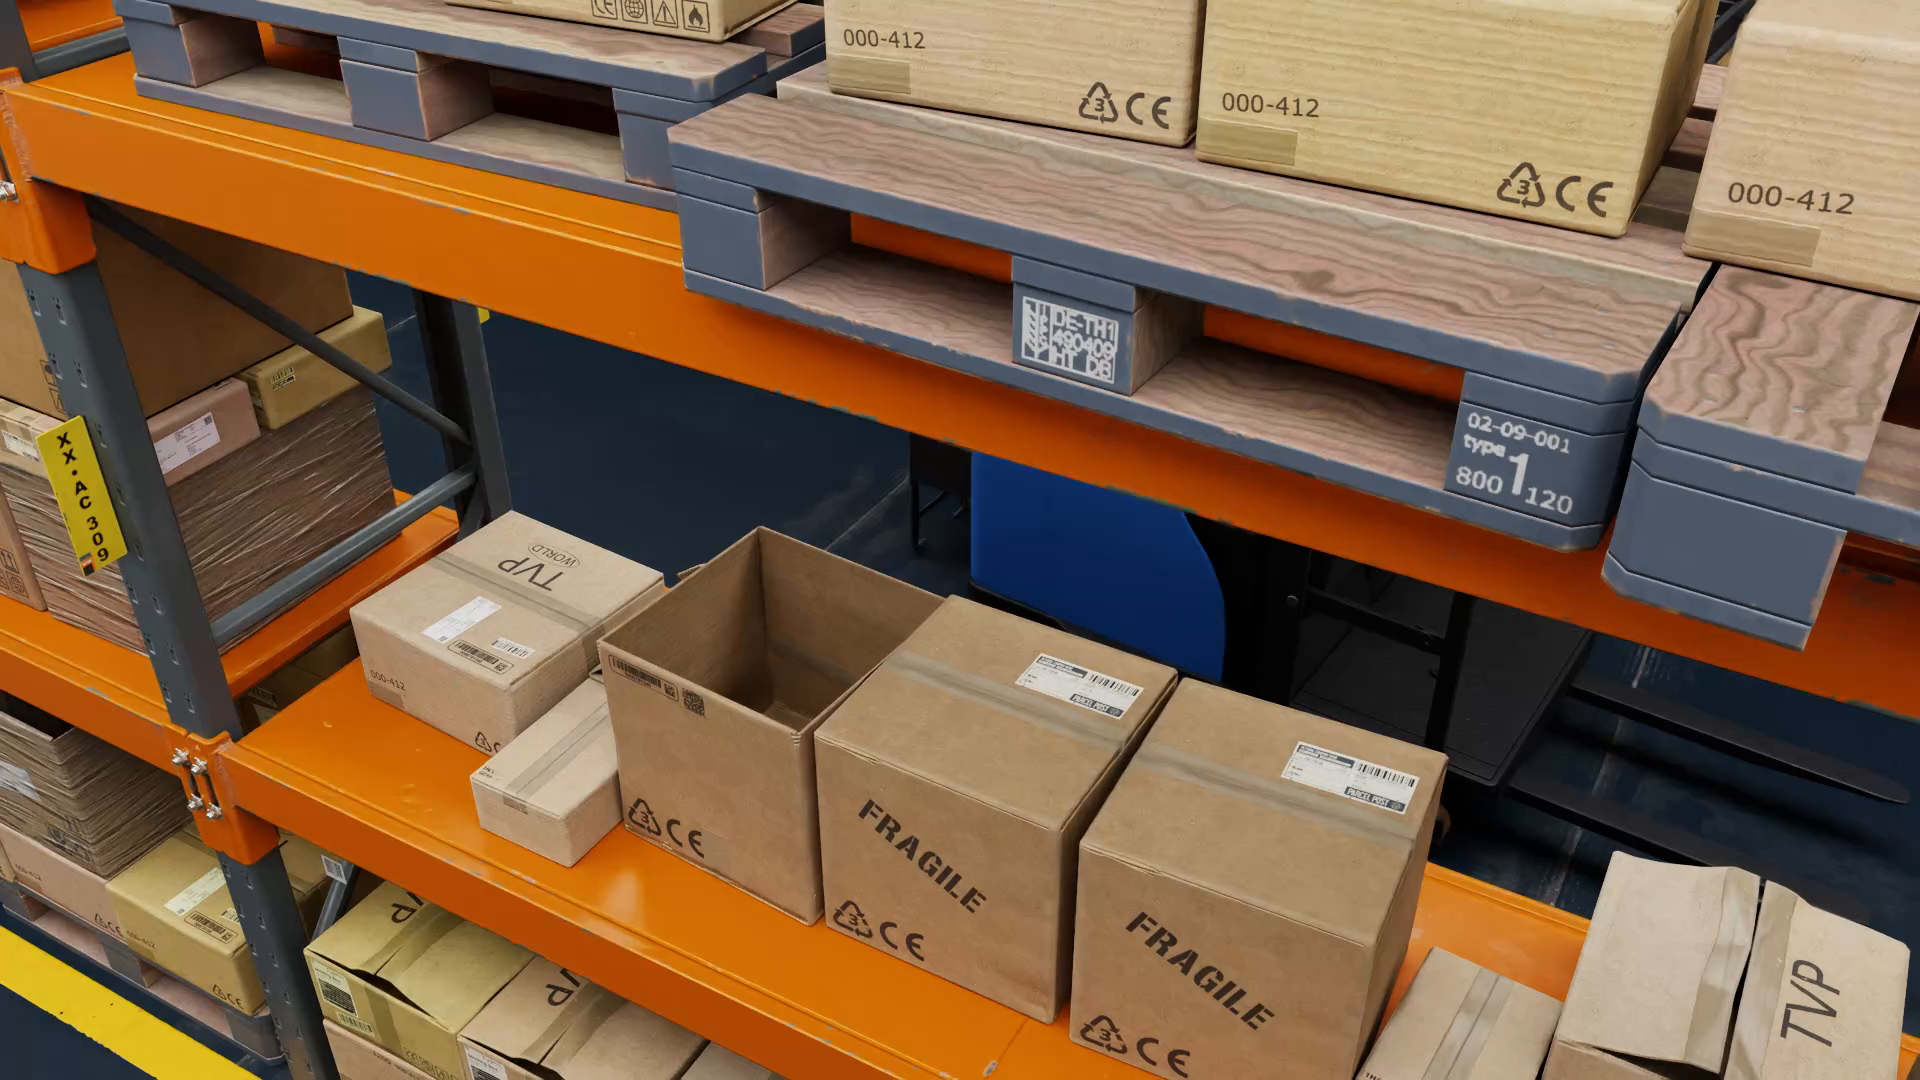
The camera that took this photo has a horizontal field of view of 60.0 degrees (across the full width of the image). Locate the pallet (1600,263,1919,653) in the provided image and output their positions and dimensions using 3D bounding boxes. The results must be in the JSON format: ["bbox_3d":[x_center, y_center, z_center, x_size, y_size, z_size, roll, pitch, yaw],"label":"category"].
[{"bbox_3d":[1.363,-0.173,1.767,1.003,0.211,1.213,19,38,27],"label":"pallet"}]

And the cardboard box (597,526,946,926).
[{"bbox_3d":[-0.361,0.363,3.408,0.500,0.500,0.500,20,39,28],"label":"cardboard box"}]

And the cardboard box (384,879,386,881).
[{"bbox_3d":[-1.729,0.737,5.039,0.500,0.250,0.500,18,37,24],"label":"cardboard box"}]

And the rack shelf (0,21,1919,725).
[{"bbox_3d":[0.260,-0.358,2.525,4.000,0.370,1.077,18,37,24],"label":"rack shelf"}]

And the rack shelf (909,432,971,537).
[{"bbox_3d":[0.121,-0.253,6.523,0.480,0.518,0.431,20,39,27],"label":"rack shelf"}]

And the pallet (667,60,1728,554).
[{"bbox_3d":[0.390,-0.479,2.227,1.213,0.211,1.003,19,38,27],"label":"pallet"}]

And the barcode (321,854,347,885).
[{"bbox_3d":[-1.462,0.769,3.881,0.075,0.075,0.001,18,37,24],"label":"barcode"}]

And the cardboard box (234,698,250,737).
[{"bbox_3d":[-2.162,0.286,5.039,0.500,0.500,0.500,18,37,24],"label":"cardboard box"}]

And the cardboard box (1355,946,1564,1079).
[{"bbox_3d":[0.861,0.922,2.886,0.250,0.149,0.380,21,39,28],"label":"cardboard box"}]

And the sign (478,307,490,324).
[{"bbox_3d":[-1.216,-0.672,4.080,0.005,0.325,0.100,18,37,24],"label":"sign"}]

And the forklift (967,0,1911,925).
[{"bbox_3d":[1.523,-0.577,4.972,3.031,2.935,1.130,21,39,29],"label":"forklift"}]

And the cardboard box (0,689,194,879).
[{"bbox_3d":[-2.416,0.533,4.669,0.500,0.500,0.500,18,37,24],"label":"cardboard box"}]

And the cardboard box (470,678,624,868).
[{"bbox_3d":[-0.809,0.487,3.539,0.250,0.149,0.380,18,37,24],"label":"cardboard box"}]

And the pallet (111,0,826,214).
[{"bbox_3d":[-0.704,-0.892,2.849,1.217,0.209,0.805,16,37,23],"label":"pallet"}]

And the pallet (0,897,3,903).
[{"bbox_3d":[-3.210,0.627,5.617,1.213,0.211,1.003,18,37,24],"label":"pallet"}]

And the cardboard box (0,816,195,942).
[{"bbox_3d":[-2.417,0.846,4.876,0.500,0.250,0.500,18,37,24],"label":"cardboard box"}]

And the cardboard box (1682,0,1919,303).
[{"bbox_3d":[1.110,-0.453,1.775,0.500,0.250,0.500,19,38,26],"label":"cardboard box"}]

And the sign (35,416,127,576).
[{"bbox_3d":[-1.751,-0.085,3.319,0.005,0.325,0.100,18,37,24],"label":"sign"}]

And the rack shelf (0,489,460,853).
[{"bbox_3d":[-3.213,-0.210,5.008,4.000,0.370,1.077,18,37,24],"label":"rack shelf"}]

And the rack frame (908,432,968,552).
[{"bbox_3d":[-0.083,-0.922,6.240,0.015,2.100,0.400,20,39,27],"label":"rack frame"}]

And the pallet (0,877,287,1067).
[{"bbox_3d":[-2.146,0.962,5.114,1.213,0.211,1.003,18,37,24],"label":"pallet"}]

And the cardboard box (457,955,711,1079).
[{"bbox_3d":[-0.810,1.151,3.912,0.500,0.311,0.500,17,37,24],"label":"cardboard box"}]

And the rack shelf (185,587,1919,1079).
[{"bbox_3d":[0.260,0.890,3.356,4.000,0.370,1.077,18,37,24],"label":"rack shelf"}]

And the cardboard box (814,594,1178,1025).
[{"bbox_3d":[0.074,0.501,3.202,0.500,0.500,0.500,18,38,24],"label":"cardboard box"}]

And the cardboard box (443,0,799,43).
[{"bbox_3d":[-0.468,-0.996,2.590,0.500,0.250,0.500,14,36,20],"label":"cardboard box"}]

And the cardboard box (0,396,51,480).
[{"bbox_3d":[-2.033,-0.312,3.836,0.250,0.149,0.380,17,37,23],"label":"cardboard box"}]

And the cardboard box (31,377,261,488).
[{"bbox_3d":[-1.819,-0.243,3.733,0.250,0.149,0.380,18,37,24],"label":"cardboard box"}]

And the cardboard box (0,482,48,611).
[{"bbox_3d":[-2.326,-0.262,4.347,0.500,0.500,0.700,17,37,24],"label":"cardboard box"}]

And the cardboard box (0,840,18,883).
[{"bbox_3d":[-2.858,0.715,5.071,0.500,0.250,0.500,18,37,24],"label":"cardboard box"}]

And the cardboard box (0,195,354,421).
[{"bbox_3d":[-1.865,-0.660,3.774,0.500,0.500,0.700,18,38,25],"label":"cardboard box"}]

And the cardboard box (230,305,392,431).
[{"bbox_3d":[-1.614,-0.438,4.026,0.250,0.149,0.380,18,37,24],"label":"cardboard box"}]

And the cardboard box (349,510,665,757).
[{"bbox_3d":[-1.028,0.217,3.852,0.500,0.250,0.500,20,39,27],"label":"cardboard box"}]

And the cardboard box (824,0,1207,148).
[{"bbox_3d":[0.153,-0.765,2.243,0.500,0.250,0.500,14,36,20],"label":"cardboard box"}]

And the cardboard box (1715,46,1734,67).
[{"bbox_3d":[2.945,-1.925,6.448,0.500,0.500,0.700,18,37,24],"label":"cardboard box"}]

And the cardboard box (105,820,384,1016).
[{"bbox_3d":[-1.988,0.988,4.662,0.500,0.250,0.500,18,37,24],"label":"cardboard box"}]

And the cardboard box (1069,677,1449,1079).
[{"bbox_3d":[0.531,0.646,2.984,0.500,0.500,0.500,16,37,22],"label":"cardboard box"}]

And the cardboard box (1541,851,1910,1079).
[{"bbox_3d":[1.316,0.839,2.865,0.500,0.311,0.500,17,37,24],"label":"cardboard box"}]

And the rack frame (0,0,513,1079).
[{"bbox_3d":[-1.477,0.041,3.983,0.127,3.000,1.000,18,37,24],"label":"rack frame"}]

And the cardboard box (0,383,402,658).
[{"bbox_3d":[-1.865,-0.120,4.134,0.500,0.500,0.700,17,37,23],"label":"cardboard box"}]

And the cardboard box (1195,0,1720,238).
[{"bbox_3d":[0.619,-0.616,2.019,0.500,0.250,0.500,17,37,23],"label":"cardboard box"}]

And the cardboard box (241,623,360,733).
[{"bbox_3d":[-1.724,0.420,4.838,0.500,0.500,0.500,18,37,24],"label":"cardboard box"}]

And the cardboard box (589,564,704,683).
[{"bbox_3d":[-0.622,0.250,3.789,0.258,0.266,0.396,17,37,23],"label":"cardboard box"}]

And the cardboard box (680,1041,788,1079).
[{"bbox_3d":[-0.360,1.292,3.699,0.500,0.311,0.500,16,37,23],"label":"cardboard box"}]

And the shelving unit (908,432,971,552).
[{"bbox_3d":[0.121,-0.847,6.128,0.503,2.100,0.431,20,39,27],"label":"shelving unit"}]

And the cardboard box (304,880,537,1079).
[{"bbox_3d":[-1.242,1.010,4.122,0.500,0.311,0.500,18,38,25],"label":"cardboard box"}]

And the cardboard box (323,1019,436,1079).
[{"bbox_3d":[-1.249,1.241,4.283,0.500,0.250,0.500,17,37,23],"label":"cardboard box"}]

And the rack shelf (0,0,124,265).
[{"bbox_3d":[-3.213,-1.458,4.177,4.000,0.370,1.077,18,37,24],"label":"rack shelf"}]
